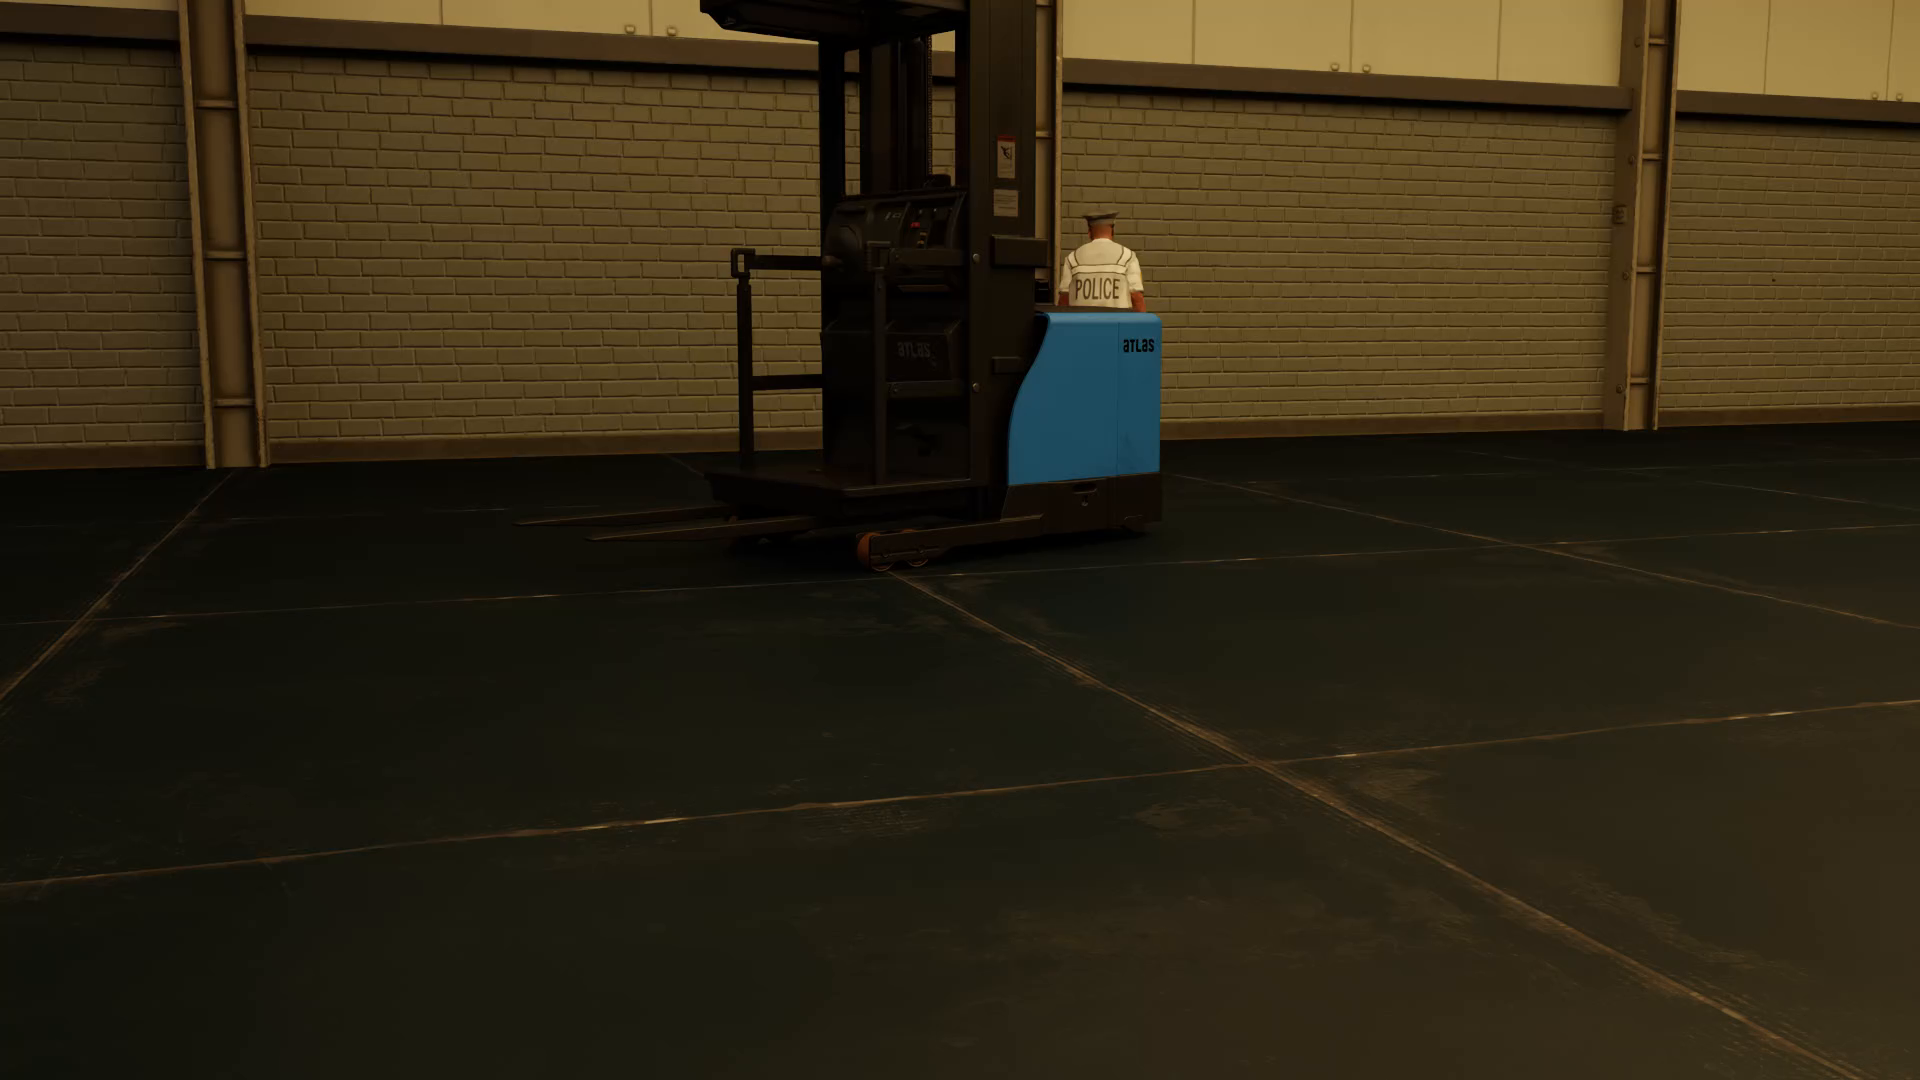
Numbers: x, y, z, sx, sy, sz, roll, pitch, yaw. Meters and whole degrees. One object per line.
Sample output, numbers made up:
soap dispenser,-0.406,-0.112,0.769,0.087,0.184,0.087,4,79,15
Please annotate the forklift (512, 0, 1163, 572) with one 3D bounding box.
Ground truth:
forklift,-0.461,-1.399,7.333,3.031,2.935,1.130,-7,10,-40

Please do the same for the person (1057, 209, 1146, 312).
person,0.934,-1.285,10.887,0.600,1.747,0.443,2,8,15
